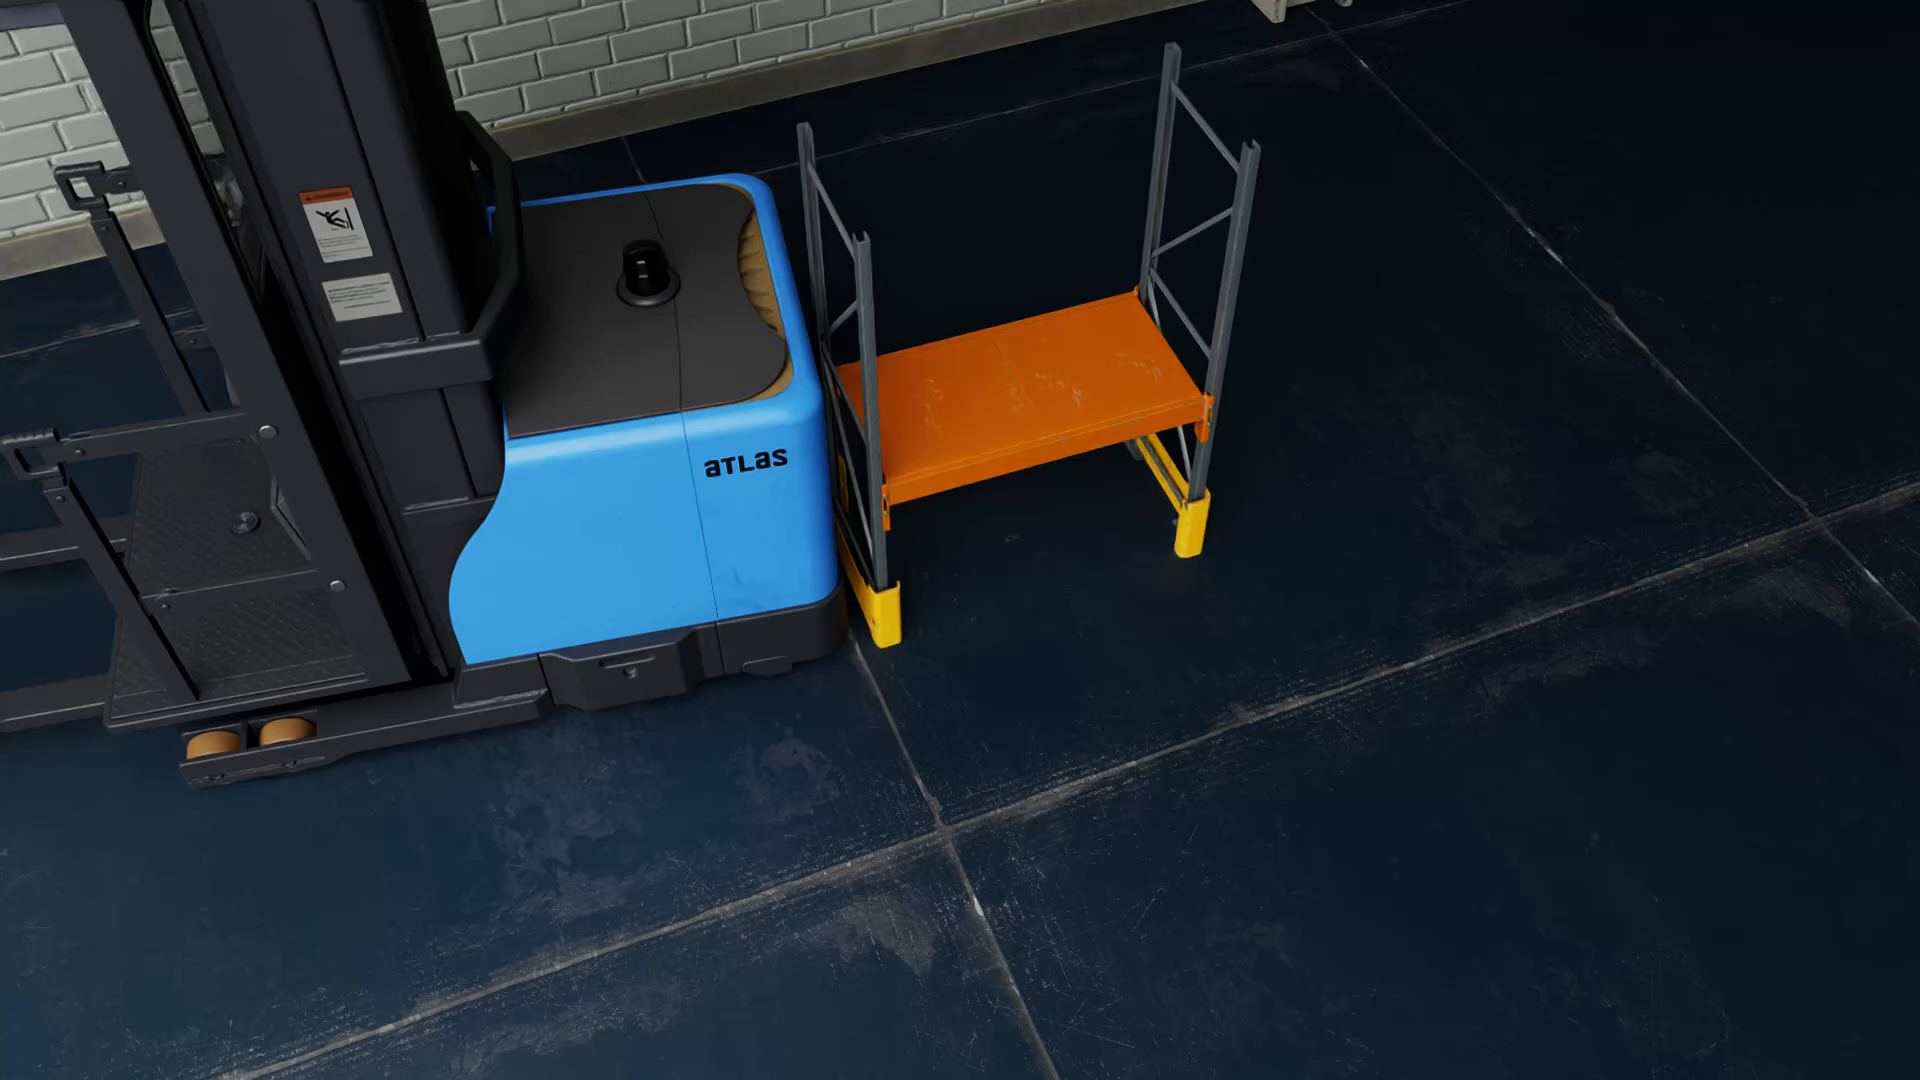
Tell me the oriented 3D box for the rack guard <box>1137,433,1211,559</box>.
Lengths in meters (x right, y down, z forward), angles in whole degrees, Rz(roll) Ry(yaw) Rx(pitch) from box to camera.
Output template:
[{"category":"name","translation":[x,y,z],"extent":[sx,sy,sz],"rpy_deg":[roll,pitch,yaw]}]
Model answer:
[{"category":"rack guard","translation":[0.625,-0.238,5.290],"extent":[0.087,0.250,0.587],"rpy_deg":[-16,51,-13]}]

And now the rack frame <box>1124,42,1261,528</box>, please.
[{"category":"rack frame","translation":[0.643,-0.650,4.820],"extent":[0.032,1.500,0.500],"rpy_deg":[-16,51,-13]}]

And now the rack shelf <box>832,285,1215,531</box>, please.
[{"category":"rack shelf","translation":[0.167,-0.398,4.840],"extent":[1.000,0.185,0.538],"rpy_deg":[-16,51,-13]}]

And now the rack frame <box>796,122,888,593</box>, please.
[{"category":"rack frame","translation":[-0.309,-0.380,4.588],"extent":[0.032,1.500,0.500],"rpy_deg":[-16,51,-13]}]

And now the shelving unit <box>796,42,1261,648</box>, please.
[{"category":"shelving unit","translation":[0.158,-0.513,4.702],"extent":[1.083,1.500,0.587],"rpy_deg":[-16,51,-13]}]

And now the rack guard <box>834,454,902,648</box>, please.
[{"category":"rack guard","translation":[-0.308,0.026,5.063],"extent":[0.087,0.250,0.587],"rpy_deg":[-16,51,-13]}]

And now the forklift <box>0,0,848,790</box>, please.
[{"category":"forklift","translation":[-1.905,-0.711,3.929],"extent":[3.031,2.935,1.130],"rpy_deg":[-10,50,-8]}]
